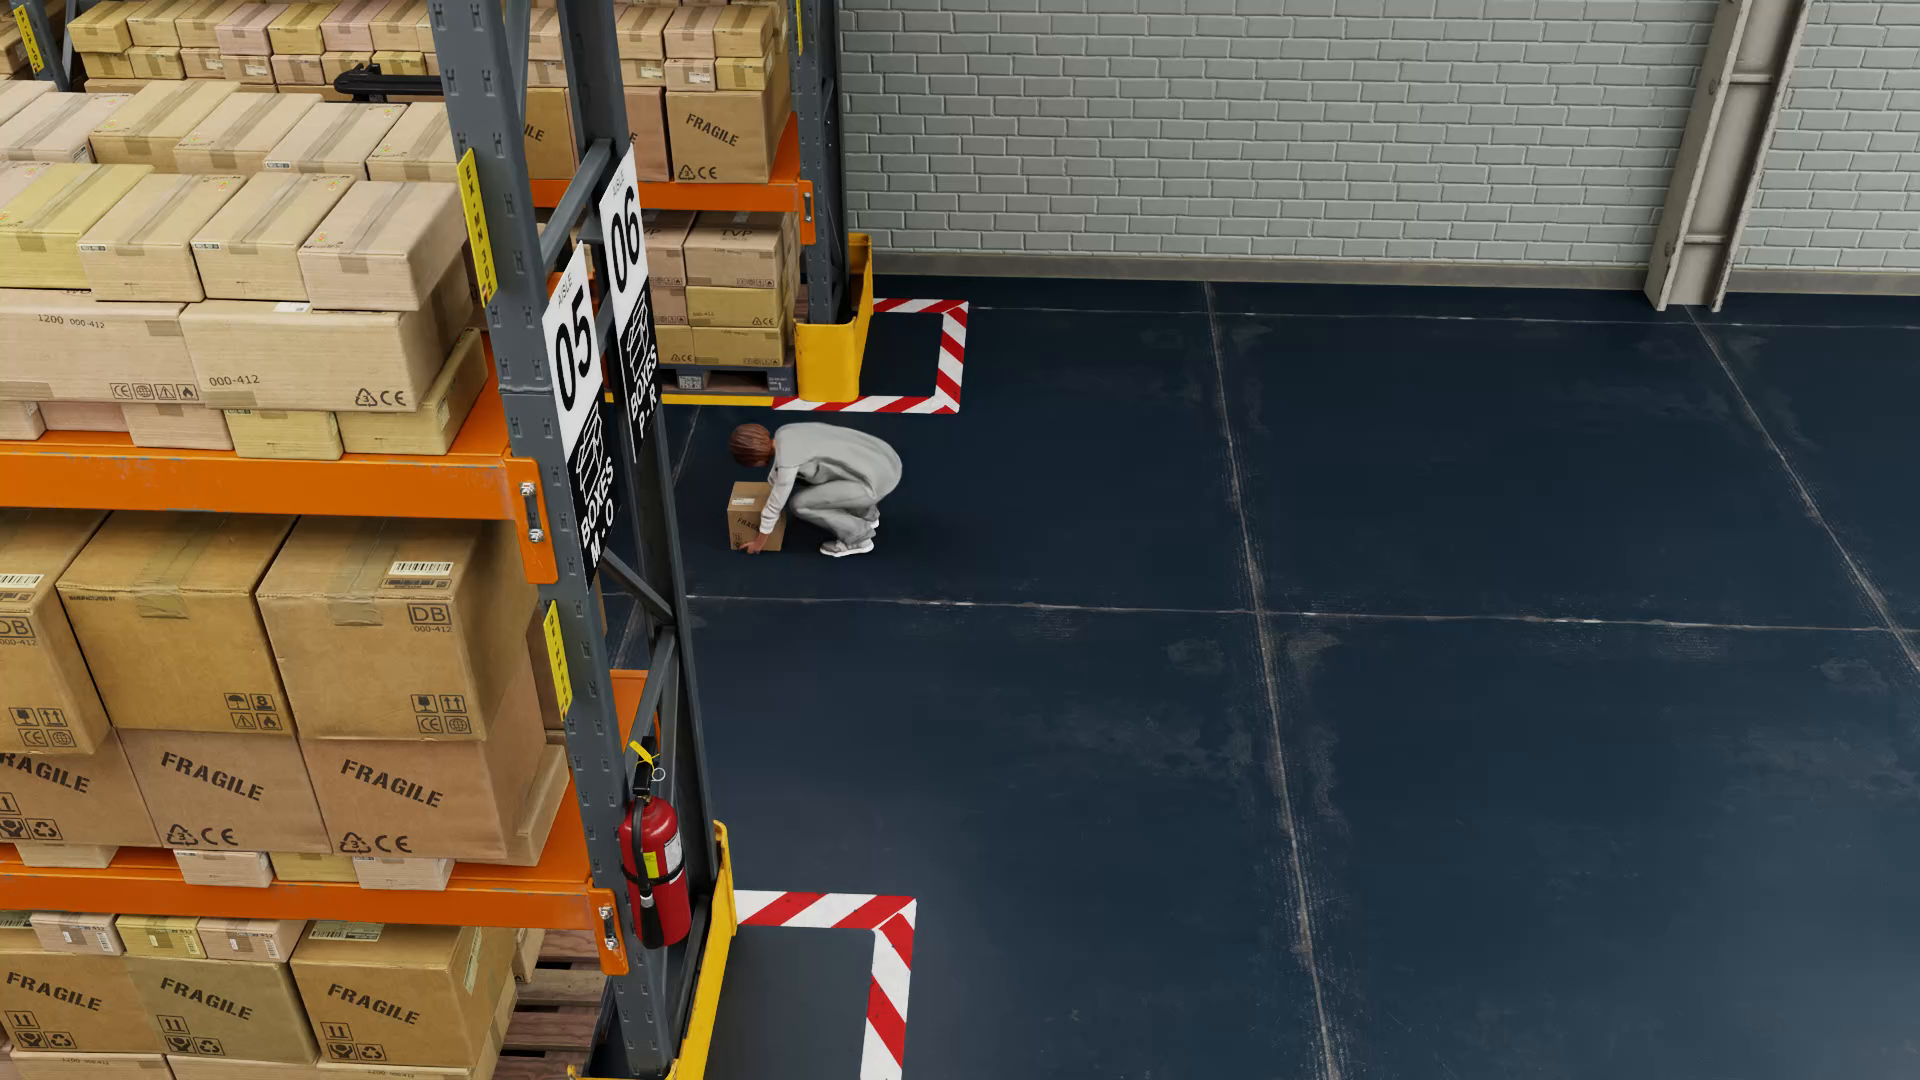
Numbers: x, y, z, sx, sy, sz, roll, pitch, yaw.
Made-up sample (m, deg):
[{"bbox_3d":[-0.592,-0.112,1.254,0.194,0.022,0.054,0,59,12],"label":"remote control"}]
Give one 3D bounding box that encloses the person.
[{"bbox_3d":[-0.708,-0.262,8.296,0.843,0.747,0.430,1,36,1],"label":"person"}]
